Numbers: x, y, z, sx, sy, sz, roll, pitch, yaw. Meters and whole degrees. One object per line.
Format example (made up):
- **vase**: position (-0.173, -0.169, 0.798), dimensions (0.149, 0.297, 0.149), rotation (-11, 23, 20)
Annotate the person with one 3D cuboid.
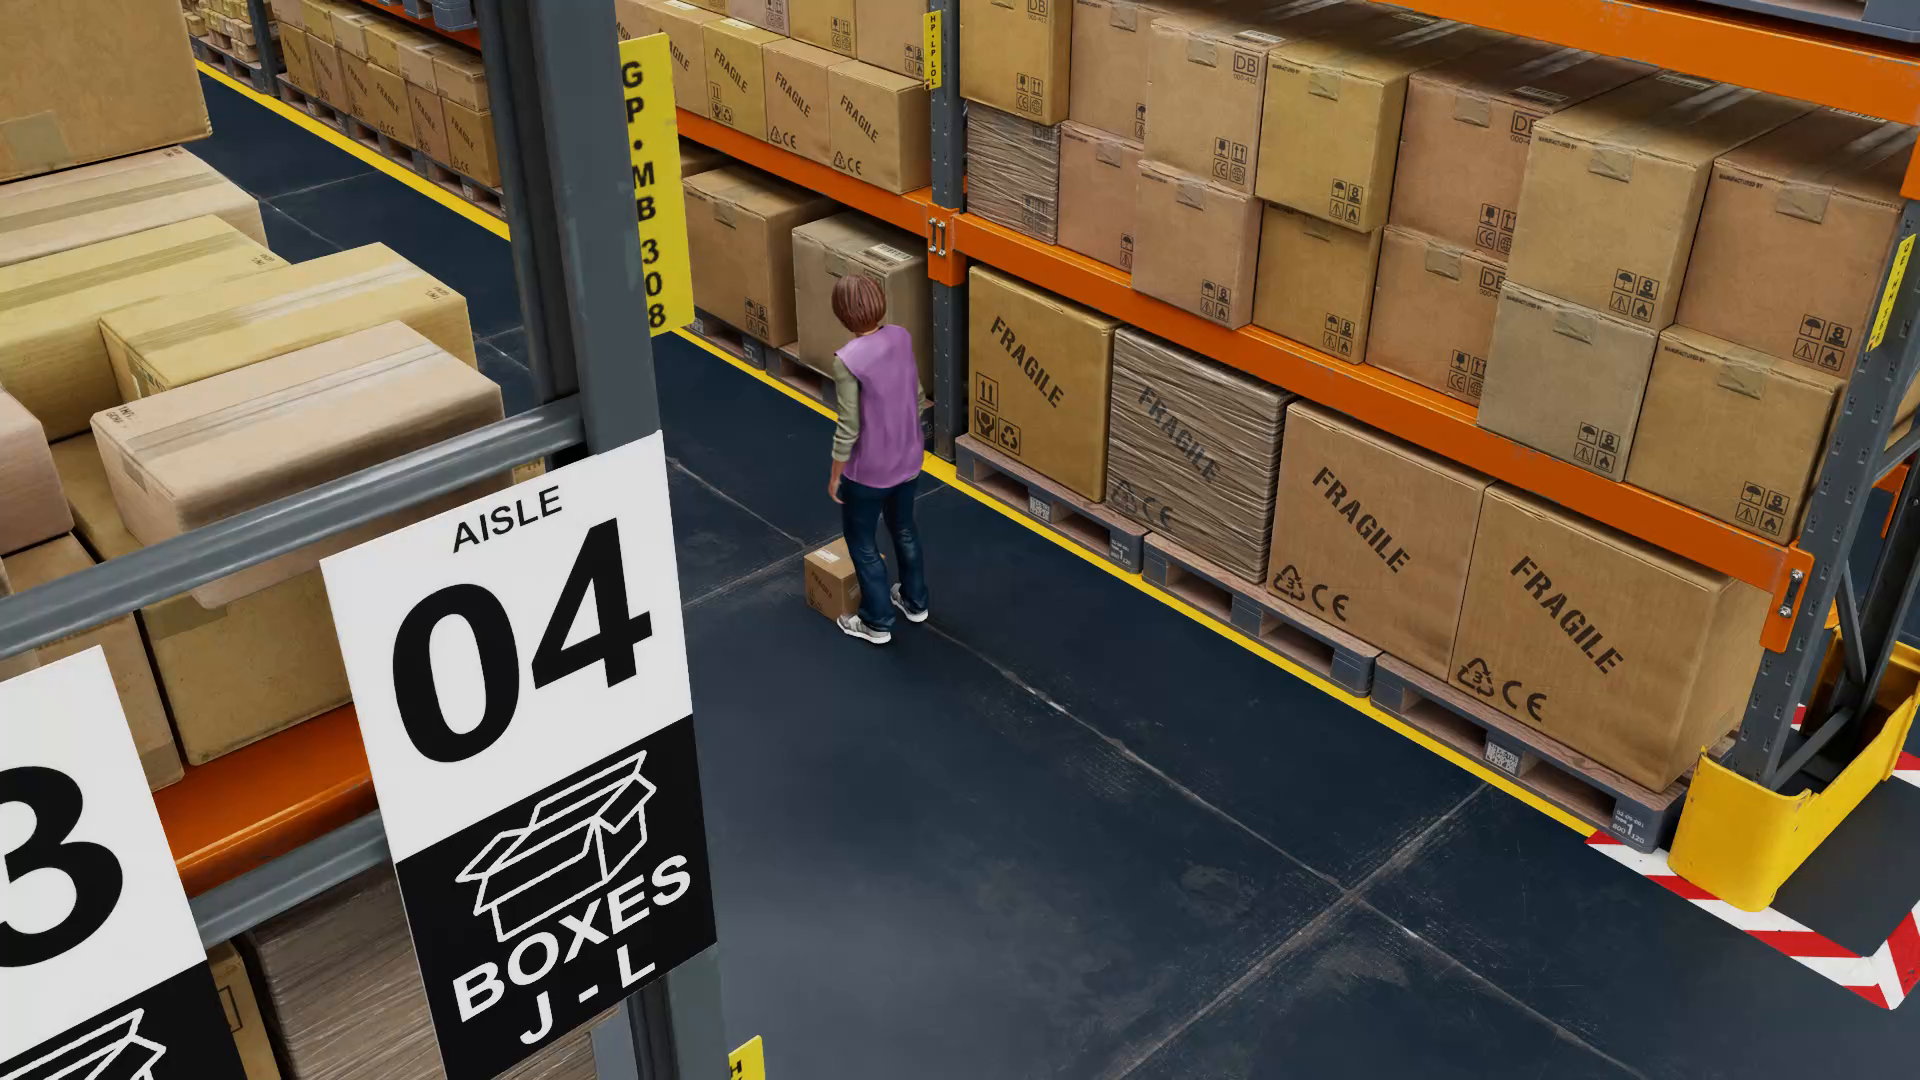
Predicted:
- **person**: position (-0.325, -0.299, 6.632), dimensions (0.342, 1.582, 0.485), rotation (27, 41, 36)
